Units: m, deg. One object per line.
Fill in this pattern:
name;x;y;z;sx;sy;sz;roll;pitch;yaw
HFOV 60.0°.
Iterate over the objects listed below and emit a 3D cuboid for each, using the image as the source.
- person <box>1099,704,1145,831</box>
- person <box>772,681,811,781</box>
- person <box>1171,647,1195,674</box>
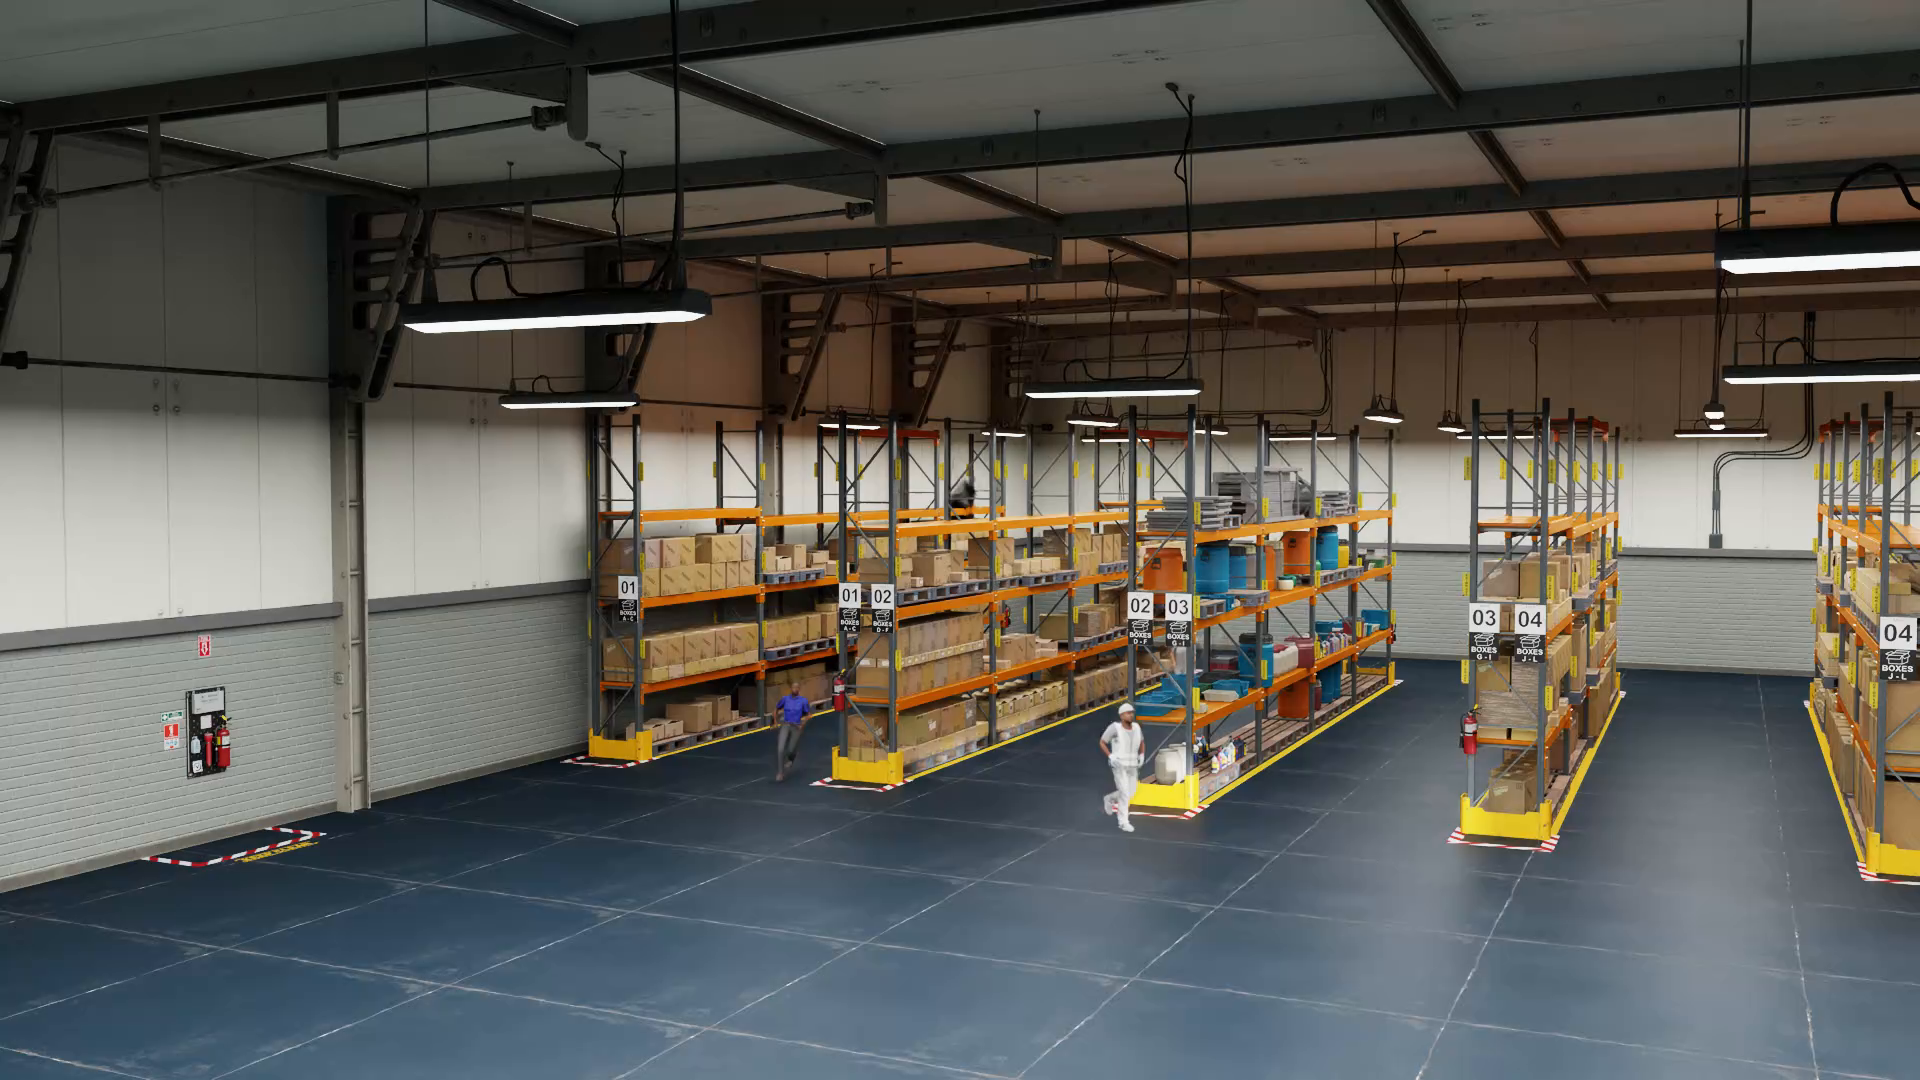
person;2.295;3.180;23.504;0.725;1.757;0.772;-1;3;-30
person;-2.747;3.105;27.206;0.625;1.622;0.615;0;2;4
person;4.696;2.729;35.152;0.538;1.628;0.576;1;2;15
